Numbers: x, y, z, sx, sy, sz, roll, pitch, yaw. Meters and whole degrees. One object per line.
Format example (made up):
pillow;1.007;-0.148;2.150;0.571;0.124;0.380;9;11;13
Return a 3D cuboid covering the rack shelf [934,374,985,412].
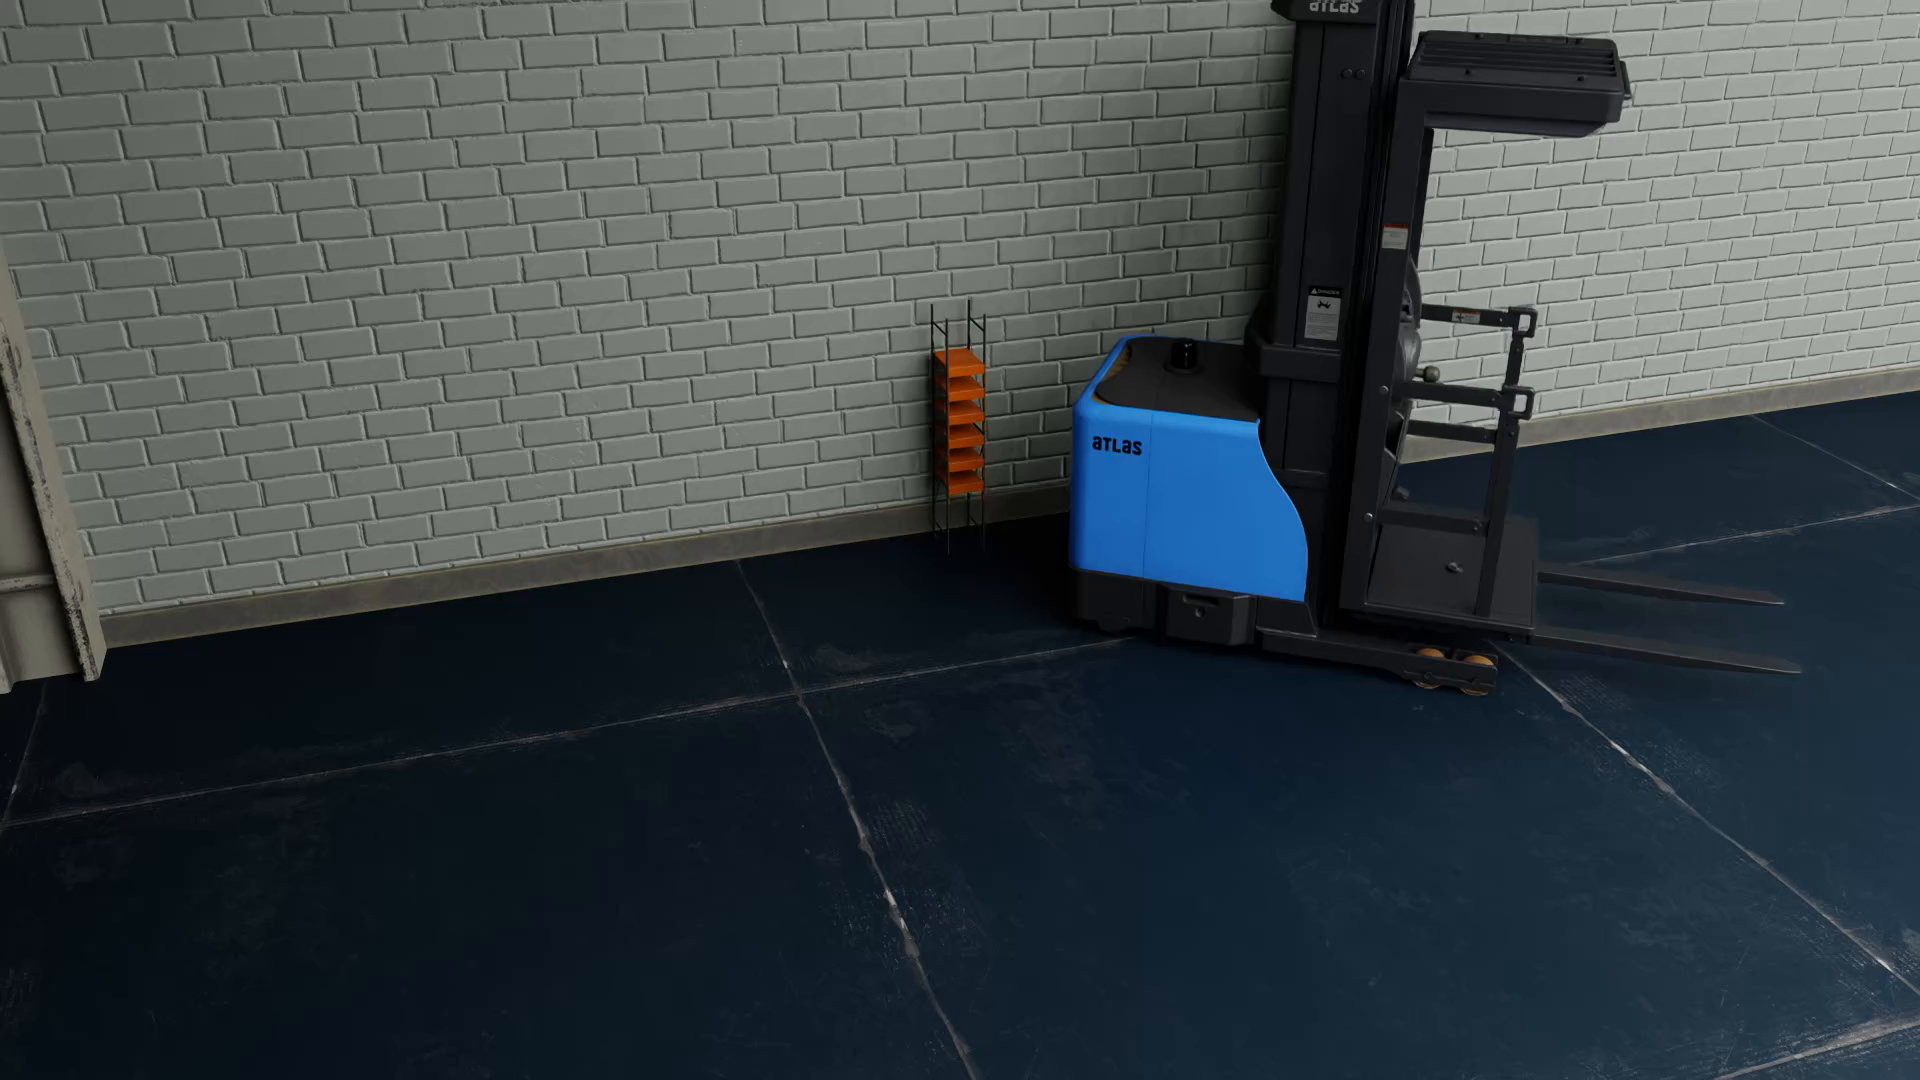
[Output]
rack shelf;-0.009;-0.707;7.885;0.180;0.103;0.258;-9;28;-17

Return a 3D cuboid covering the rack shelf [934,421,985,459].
rack shelf;-0.009;-0.492;7.992;0.180;0.103;0.258;-9;28;-17

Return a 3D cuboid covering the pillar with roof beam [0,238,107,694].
pillar with roof beam;-2.560;-1.656;1.467;0.400;9.000;9.100;-8;28;-16

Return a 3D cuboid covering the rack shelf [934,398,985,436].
rack shelf;-0.009;-0.599;7.938;0.180;0.103;0.258;-9;28;-17

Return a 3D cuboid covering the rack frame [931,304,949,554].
rack frame;-0.095;-0.518;7.945;0.006;1.200;0.240;-9;28;-17

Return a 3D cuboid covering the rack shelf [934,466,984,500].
rack shelf;-0.009;-0.277;8.098;0.180;0.103;0.258;-9;28;-17

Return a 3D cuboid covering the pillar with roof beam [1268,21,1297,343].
pillar with roof beam;3.145;-2.483;3.131;0.400;9.000;9.100;-8;28;-16

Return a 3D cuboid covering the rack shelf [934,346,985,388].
rack shelf;-0.009;-0.814;7.832;0.180;0.103;0.258;-9;28;-17

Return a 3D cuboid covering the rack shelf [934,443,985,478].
rack shelf;-0.009;-0.385;8.045;0.180;0.103;0.258;-9;28;-17

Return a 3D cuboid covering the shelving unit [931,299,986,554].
shelving unit;-0.009;-0.532;7.972;0.189;1.200;0.258;-9;28;-17

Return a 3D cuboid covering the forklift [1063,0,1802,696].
forklift;2.040;-0.927;6.821;3.031;2.935;1.130;8;28;16

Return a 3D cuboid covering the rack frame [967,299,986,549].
rack frame;0.078;-0.545;7.999;0.006;1.200;0.240;-9;28;-17
